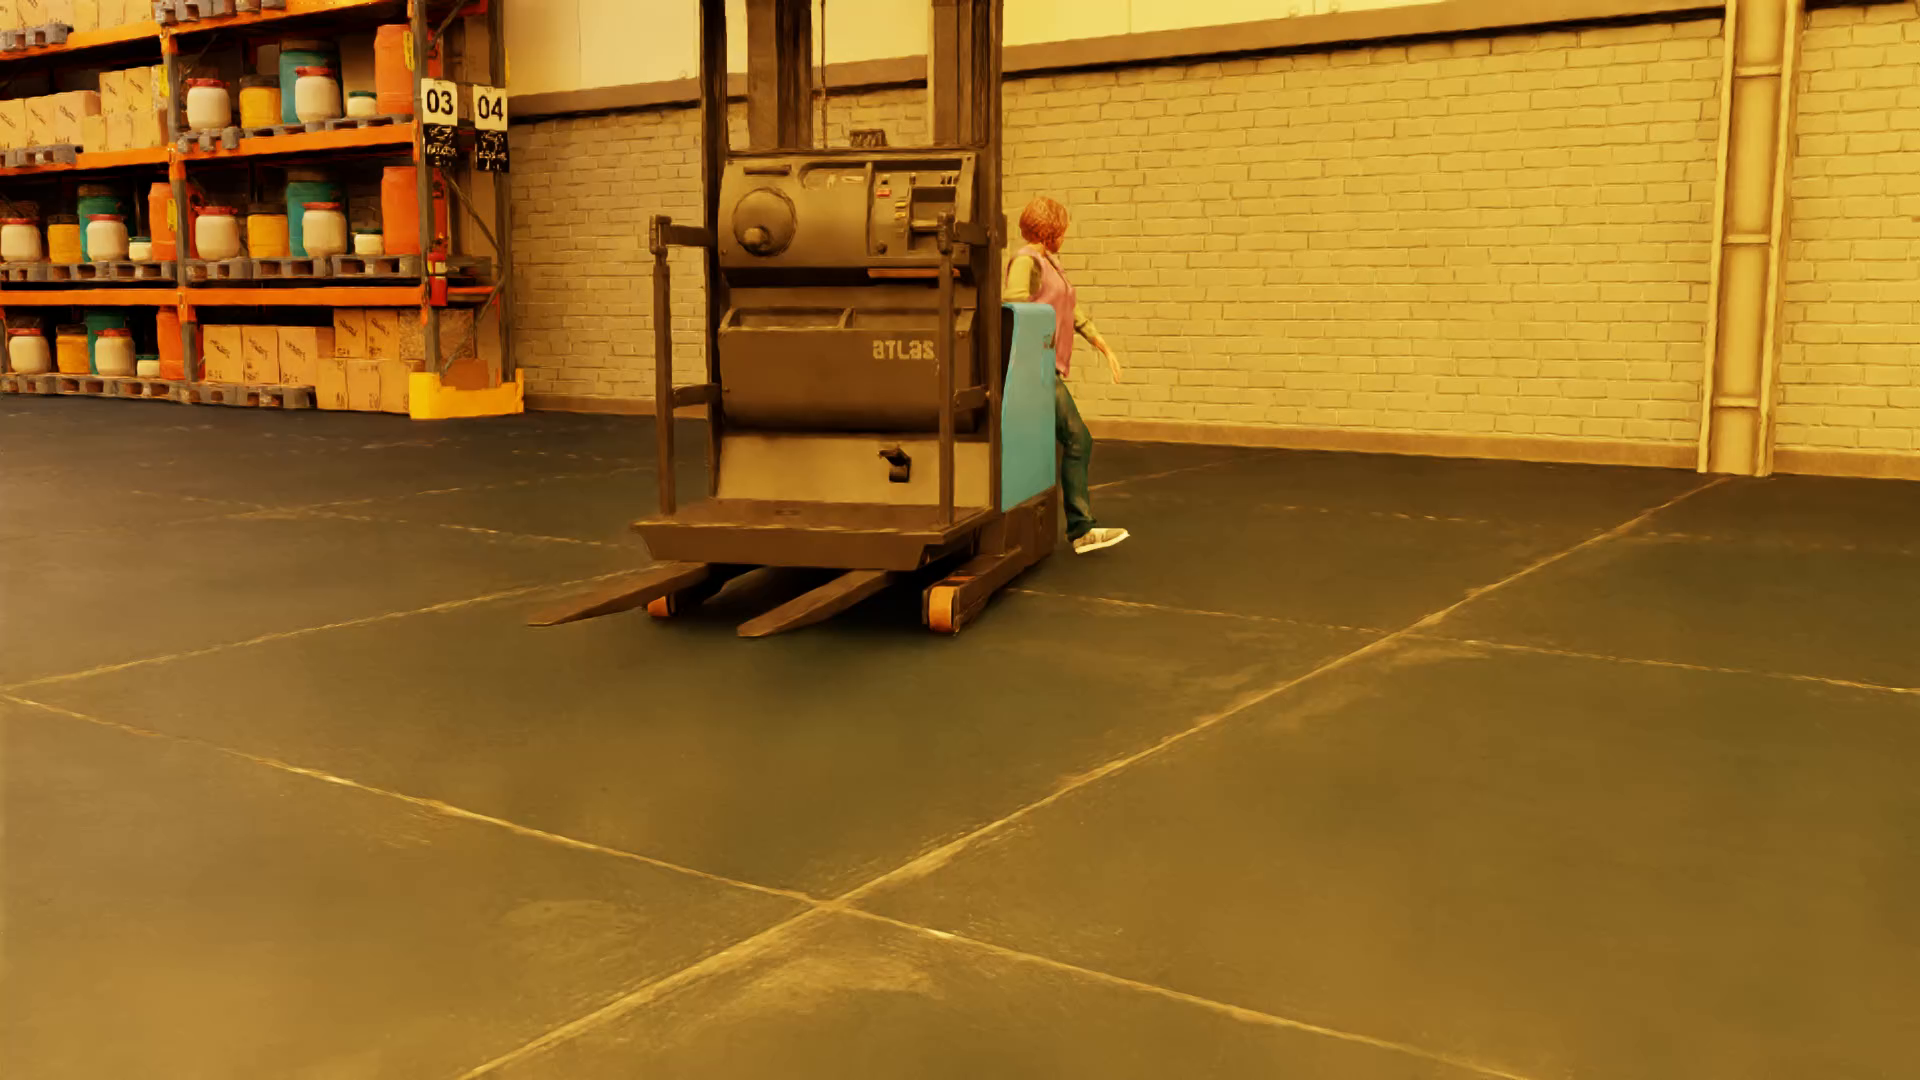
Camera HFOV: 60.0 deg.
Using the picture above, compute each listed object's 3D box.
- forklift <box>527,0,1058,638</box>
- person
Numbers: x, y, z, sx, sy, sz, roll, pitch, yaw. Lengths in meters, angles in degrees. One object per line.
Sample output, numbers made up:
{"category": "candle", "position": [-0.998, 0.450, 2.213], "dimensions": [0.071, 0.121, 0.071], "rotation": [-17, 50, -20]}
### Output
{"category": "forklift", "position": [-0.454, -1.202, 5.647], "dimensions": [1.130, 2.935, 3.031], "rotation": [2, 8, 15]}
{"category": "person", "position": [0.384, -0.714, 7.219], "dimensions": [0.777, 1.525, 0.553], "rotation": [2, 8, 15]}
